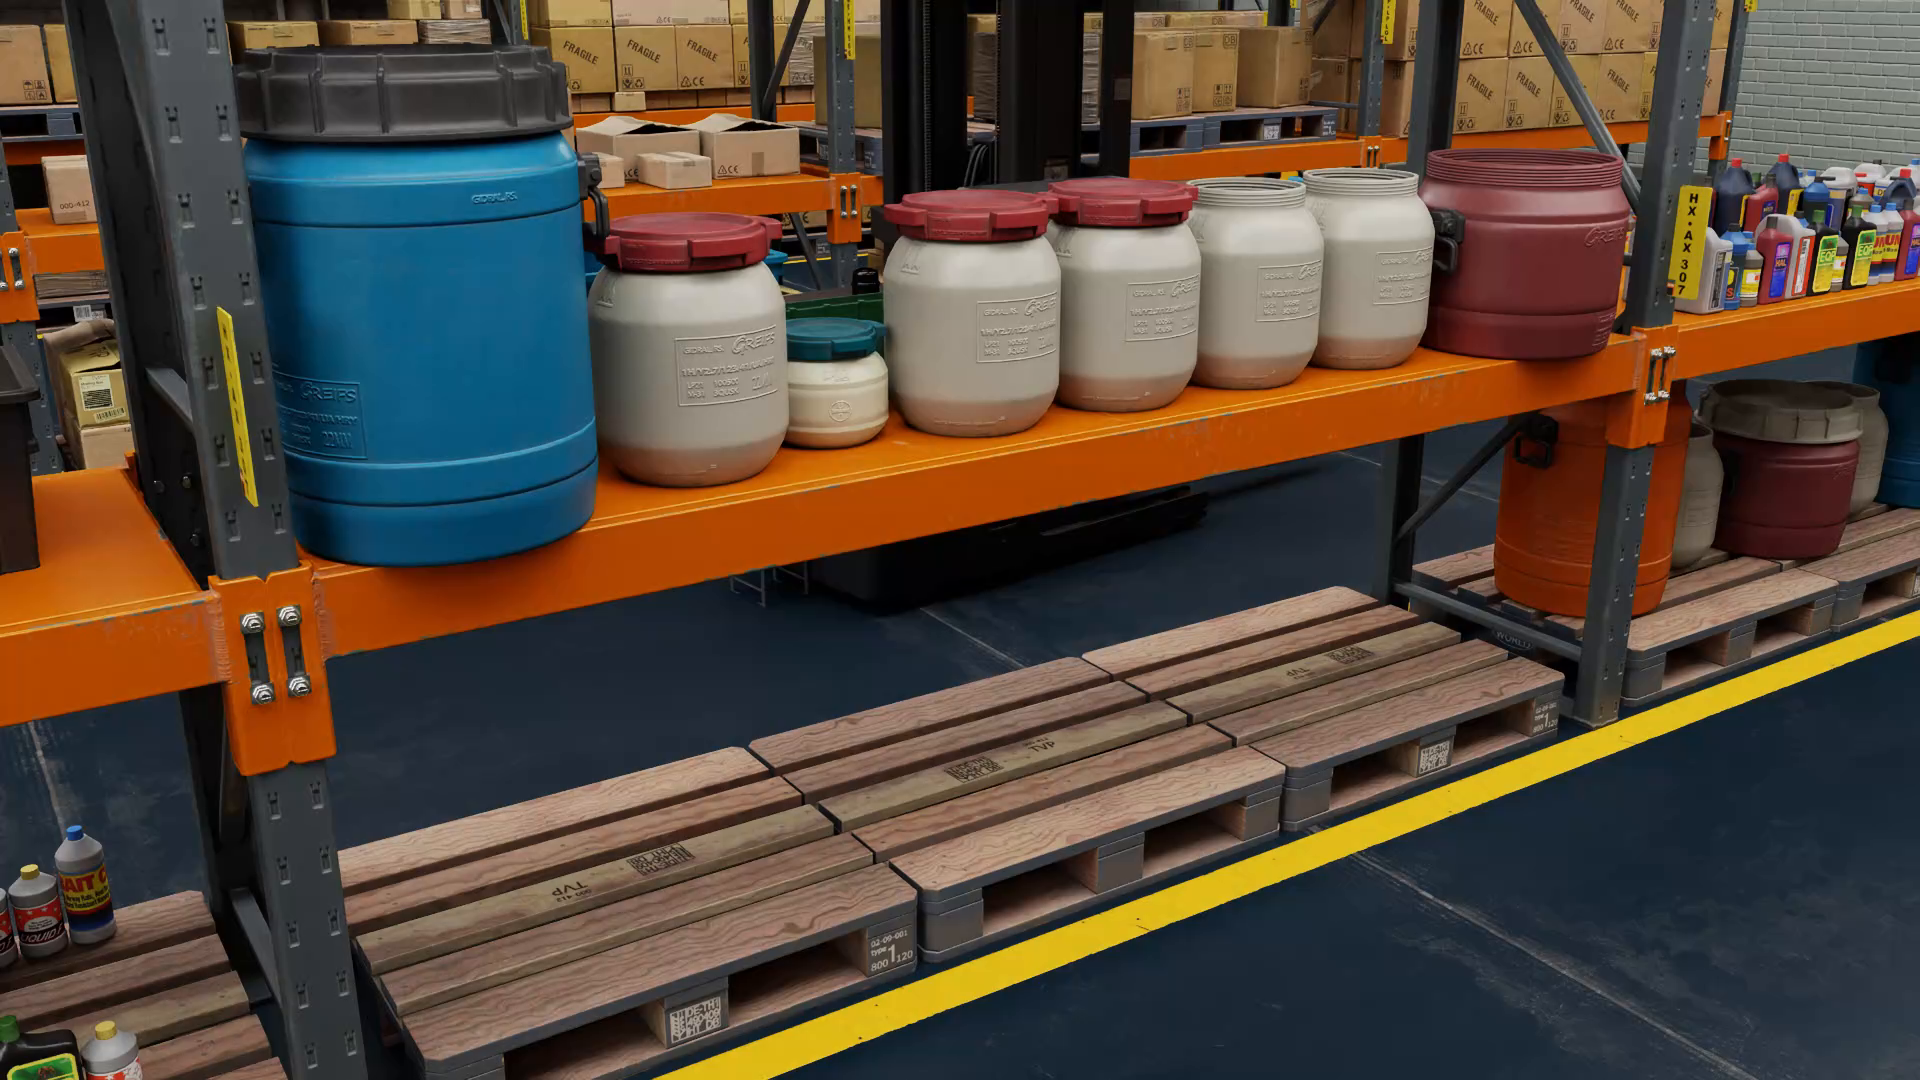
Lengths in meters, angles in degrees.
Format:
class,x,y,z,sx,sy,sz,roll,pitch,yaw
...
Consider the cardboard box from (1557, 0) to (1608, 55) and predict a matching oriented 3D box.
class,x,y,z,sx,sy,sz,roll,pitch,yaw
cardboard box,4.296,-3.776,12.012,0.500,0.500,0.500,-11,22,-30

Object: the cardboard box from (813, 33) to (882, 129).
class,x,y,z,sx,sy,sz,roll,pitch,yaw
cardboard box,-0.420,-2.657,9.609,0.700,0.500,0.500,14,23,35

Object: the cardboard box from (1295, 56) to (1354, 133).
class,x,y,z,sx,sy,sz,roll,pitch,yaw
cardboard box,2.733,-3.178,11.806,0.500,0.500,0.500,-11,22,-31

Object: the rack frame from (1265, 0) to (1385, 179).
class,x,y,z,sx,sy,sz,roll,pitch,yaw
rack frame,2.457,-2.974,11.359,0.127,3.000,1.000,-12,22,-31

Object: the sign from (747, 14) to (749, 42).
class,x,y,z,sx,sy,sz,roll,pitch,yaw
sign,-1.190,-2.924,9.526,0.005,0.325,0.100,-12,22,-31

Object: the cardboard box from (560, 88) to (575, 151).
class,x,y,z,sx,sy,sz,roll,pitch,yaw
cardboard box,-2.276,-2.017,8.371,0.500,0.500,0.500,-13,23,-34

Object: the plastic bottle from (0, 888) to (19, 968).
class,x,y,z,sx,sy,sz,roll,pitch,yaw
plastic bottle,-2.180,0.852,3.722,0.097,0.201,0.097,0,19,0

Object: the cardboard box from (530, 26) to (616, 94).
class,x,y,z,sx,sy,sz,roll,pitch,yaw
cardboard box,-3.065,-3.809,13.176,0.500,0.500,0.500,-11,22,-30

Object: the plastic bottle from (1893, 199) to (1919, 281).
class,x,y,z,sx,sy,sz,roll,pitch,yaw
plastic bottle,3.367,-1.070,5.908,0.133,0.283,0.061,-12,22,-31

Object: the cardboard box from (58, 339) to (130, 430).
class,x,y,z,sx,sy,sz,roll,pitch,yaw
cardboard box,-3.742,-0.733,7.492,0.500,0.311,0.500,-12,22,-31

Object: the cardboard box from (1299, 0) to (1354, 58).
class,x,y,z,sx,sy,sz,roll,pitch,yaw
cardboard box,2.737,-3.654,11.651,0.500,0.500,0.500,-12,22,-31

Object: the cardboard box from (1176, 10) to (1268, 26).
class,x,y,z,sx,sy,sz,roll,pitch,yaw
cardboard box,2.650,-5.053,17.038,0.700,0.700,0.980,-11,21,-29

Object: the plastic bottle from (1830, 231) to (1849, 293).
class,x,y,z,sx,sy,sz,roll,pitch,yaw
plastic bottle,2.986,-0.958,5.704,0.097,0.201,0.097,0,19,0

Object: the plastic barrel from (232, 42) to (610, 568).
class,x,y,z,sx,sy,sz,roll,pitch,yaw
plastic barrel,-1.014,-0.464,3.151,0.708,0.901,0.600,-12,22,-31

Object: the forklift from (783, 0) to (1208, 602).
class,x,y,z,sx,sy,sz,roll,pitch,yaw
forklift,0.475,-1.519,7.161,3.031,2.935,1.130,-15,24,-38

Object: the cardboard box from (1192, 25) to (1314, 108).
class,x,y,z,sx,sy,sz,roll,pitch,yaw
cardboard box,1.938,-3.197,11.206,0.700,0.500,0.500,14,23,35

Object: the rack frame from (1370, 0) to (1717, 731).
class,x,y,z,sx,sy,sz,roll,pitch,yaw
rack frame,1.837,-0.944,5.354,0.127,3.000,1.000,-12,22,-31

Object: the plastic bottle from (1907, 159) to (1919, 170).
class,x,y,z,sx,sy,sz,roll,pitch,yaw
plastic bottle,4.164,-1.530,7.289,0.097,0.271,0.097,0,19,0

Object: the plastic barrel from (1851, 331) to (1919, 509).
class,x,y,z,sx,sy,sz,roll,pitch,yaw
plastic barrel,4.123,-0.638,7.068,0.708,0.901,0.600,-12,22,-31

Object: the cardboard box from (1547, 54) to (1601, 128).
class,x,y,z,sx,sy,sz,roll,pitch,yaw
cardboard box,4.301,-3.307,12.187,0.500,0.500,0.500,-12,22,-32

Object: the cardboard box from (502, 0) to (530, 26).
class,x,y,z,sx,sy,sz,roll,pitch,yaw
cardboard box,-3.375,-4.296,13.446,0.500,0.250,0.500,-11,22,-30

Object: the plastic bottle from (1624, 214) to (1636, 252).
class,x,y,z,sx,sy,sz,roll,pitch,yaw
plastic bottle,2.484,-1.143,6.252,0.097,0.201,0.097,0,19,0

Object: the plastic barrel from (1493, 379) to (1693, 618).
class,x,y,z,sx,sy,sz,roll,pitch,yaw
plastic barrel,2.237,-0.206,5.902,0.708,0.830,0.600,-12,22,-31

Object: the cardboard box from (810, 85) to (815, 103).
class,x,y,z,sx,sy,sz,roll,pitch,yaw
cardboard box,-1.265,-3.882,14.404,0.250,0.149,0.380,-12,22,-31

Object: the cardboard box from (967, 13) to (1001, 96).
class,x,y,z,sx,sy,sz,roll,pitch,yaw
cardboard box,0.191,-4.532,15.498,0.700,0.700,0.980,-12,22,-31

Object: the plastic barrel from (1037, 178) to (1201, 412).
class,x,y,z,sx,sy,sz,roll,pitch,yaw
plastic barrel,0.390,-0.619,4.180,0.433,0.535,0.433,0,19,0

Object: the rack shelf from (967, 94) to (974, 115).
class,x,y,z,sx,sy,sz,roll,pitch,yaw
rack shelf,1.400,-4.310,16.433,4.000,0.370,1.077,-12,22,-31

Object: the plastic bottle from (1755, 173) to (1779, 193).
class,x,y,z,sx,sy,sz,roll,pitch,yaw
plastic bottle,3.194,-1.315,6.634,0.133,0.283,0.061,-12,22,-31

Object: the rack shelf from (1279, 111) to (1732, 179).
class,x,y,z,sx,sy,sz,roll,pitch,yaw
rack shelf,4.127,-2.986,12.516,4.000,0.370,1.077,-12,22,-31

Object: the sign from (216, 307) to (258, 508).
class,x,y,z,sx,sy,sz,roll,pitch,yaw
sign,-1.210,-0.222,2.784,0.005,0.325,0.100,-12,22,-31

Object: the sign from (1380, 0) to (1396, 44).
class,x,y,z,sx,sy,sz,roll,pitch,yaw
sign,2.765,-3.375,10.736,0.005,0.325,0.100,-12,22,-31

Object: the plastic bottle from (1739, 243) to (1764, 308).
class,x,y,z,sx,sy,sz,roll,pitch,yaw
plastic bottle,2.570,-0.870,5.445,0.097,0.201,0.097,0,19,0

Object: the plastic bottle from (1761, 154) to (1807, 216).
class,x,y,z,sx,sy,sz,roll,pitch,yaw
plastic bottle,3.317,-1.380,6.721,0.185,0.351,0.144,-12,22,-31

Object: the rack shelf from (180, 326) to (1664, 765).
class,x,y,z,sx,sy,sz,roll,pitch,yaw
rack shelf,0.167,-0.251,4.427,4.000,0.370,1.077,-12,22,-31

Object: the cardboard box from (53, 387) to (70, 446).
class,x,y,z,sx,sy,sz,roll,pitch,yaw
cardboard box,-4.038,-0.612,8.009,0.500,0.250,0.500,-12,22,-32

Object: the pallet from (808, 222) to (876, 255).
class,x,y,z,sx,sy,sz,roll,pitch,yaw
pallet,-0.874,-2.821,15.261,1.213,0.211,1.003,-12,22,-31

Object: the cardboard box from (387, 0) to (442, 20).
class,x,y,z,sx,sy,sz,roll,pitch,yaw
cardboard box,-4.143,-4.028,12.619,0.250,0.149,0.380,-17,25,-40

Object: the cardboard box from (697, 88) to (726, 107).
class,x,y,z,sx,sy,sz,roll,pitch,yaw
cardboard box,-2.150,-3.715,13.910,0.250,0.149,0.380,-12,22,-31

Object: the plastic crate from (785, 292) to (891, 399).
class,x,y,z,sx,sy,sz,roll,pitch,yaw
plastic crate,-0.204,-0.521,4.434,0.662,0.188,0.450,-12,22,-31

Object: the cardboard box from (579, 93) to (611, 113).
class,x,y,z,sx,sy,sz,roll,pitch,yaw
cardboard box,-2.994,-3.523,13.342,0.250,0.149,0.380,-12,22,-31

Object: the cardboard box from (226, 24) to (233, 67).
class,x,y,z,sx,sy,sz,roll,pitch,yaw
cardboard box,-5.505,-3.447,11.913,0.500,0.500,0.700,-9,21,-24

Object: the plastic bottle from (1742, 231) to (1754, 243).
class,x,y,z,sx,sy,sz,roll,pitch,yaw
plastic bottle,2.679,-0.951,5.685,0.097,0.201,0.097,0,19,0

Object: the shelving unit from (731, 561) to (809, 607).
class,x,y,z,sx,sy,sz,roll,pitch,yaw
shelving unit,-0.757,-0.215,6.476,0.210,0.900,0.258,-15,24,-38

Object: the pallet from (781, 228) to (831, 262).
class,x,y,z,sx,sy,sz,roll,pitch,yaw
pallet,-1.893,-2.605,14.621,1.213,0.211,1.003,-12,22,-31

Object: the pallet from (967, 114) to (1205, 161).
class,x,y,z,sx,sy,sz,roll,pitch,yaw
pallet,0.738,-2.522,10.322,1.213,0.211,1.003,-12,22,-31

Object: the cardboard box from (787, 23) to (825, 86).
class,x,y,z,sx,sy,sz,roll,pitch,yaw
cardboard box,-1.362,-4.169,14.241,0.500,0.500,0.500,-12,22,-31

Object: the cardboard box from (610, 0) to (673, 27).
class,x,y,z,sx,sy,sz,roll,pitch,yaw
cardboard box,-2.642,-4.253,13.318,0.500,0.250,0.500,-12,22,-32
